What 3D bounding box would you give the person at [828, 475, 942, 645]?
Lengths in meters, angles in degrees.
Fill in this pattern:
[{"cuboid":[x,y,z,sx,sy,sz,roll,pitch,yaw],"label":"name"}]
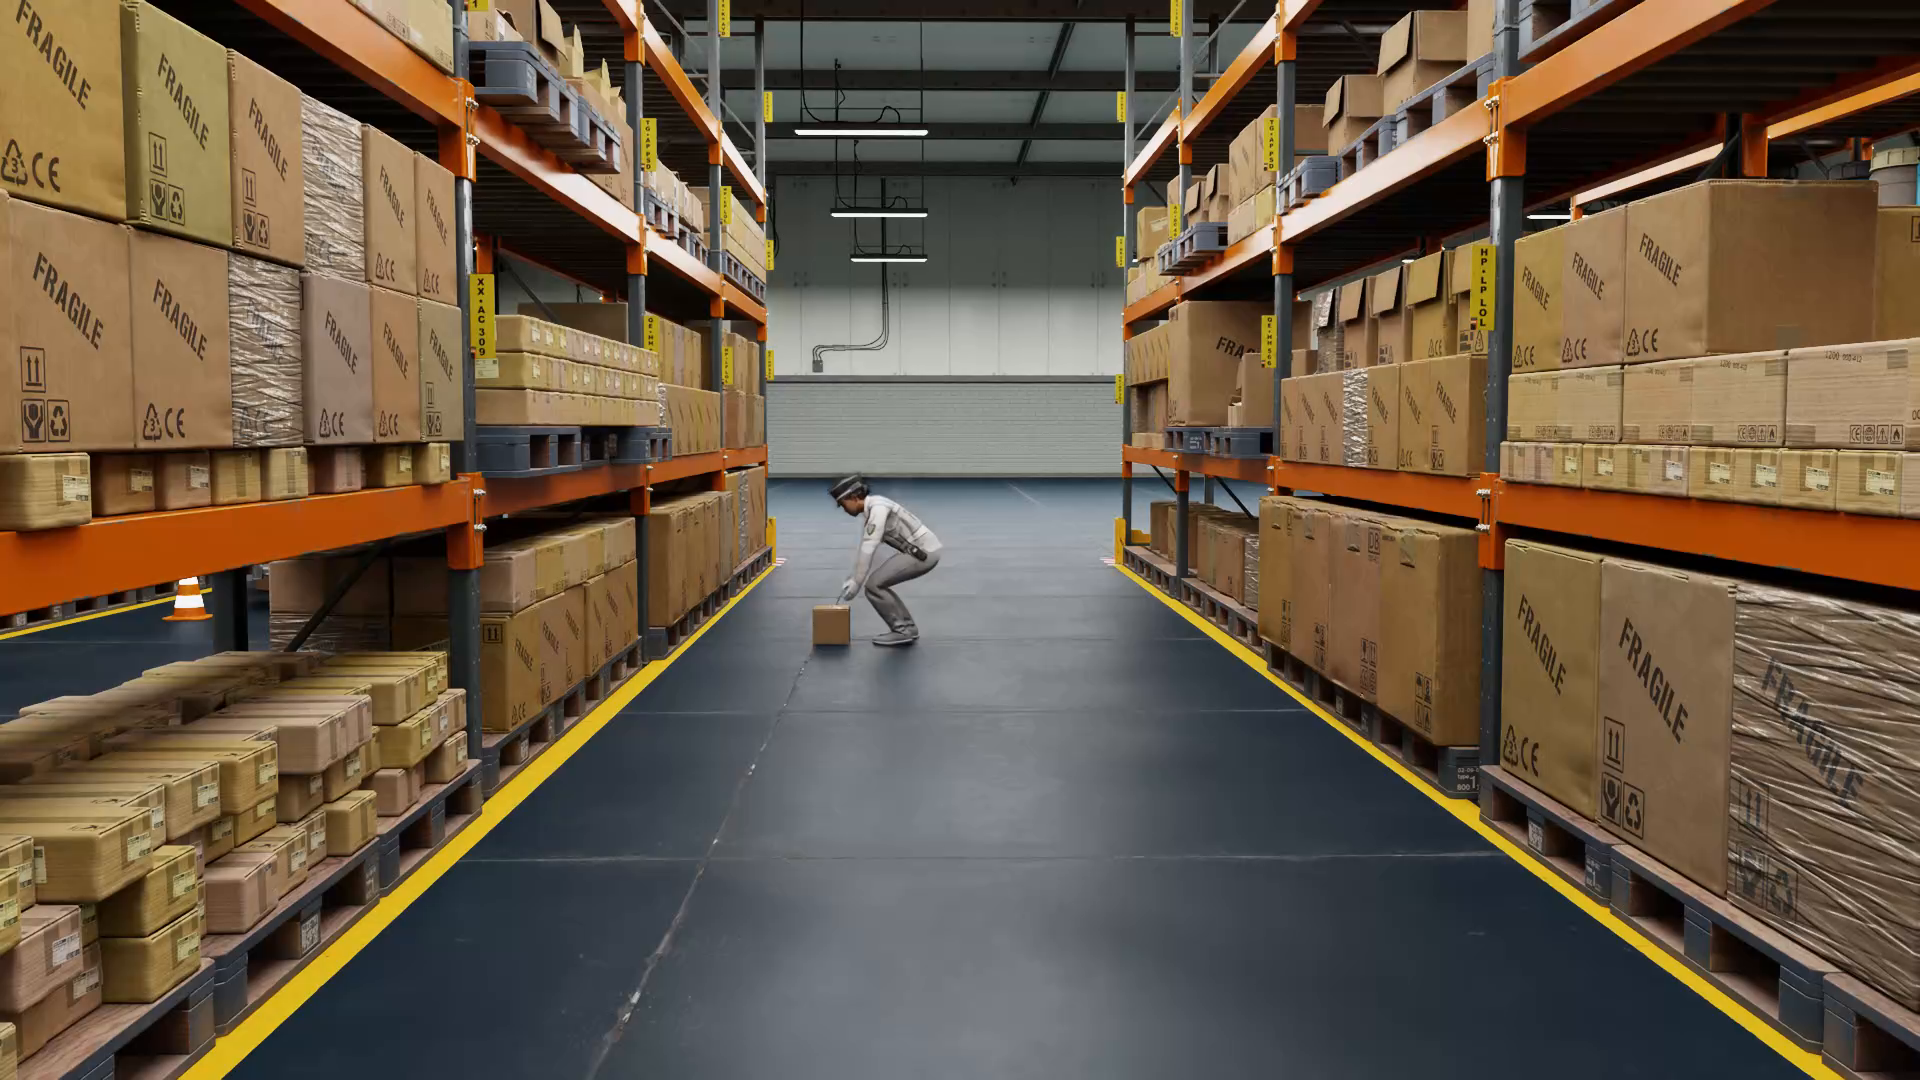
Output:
[{"cuboid":[-0.521,0.139,11.604,0.796,1.177,0.522,0,4,-1],"label":"person"}]
